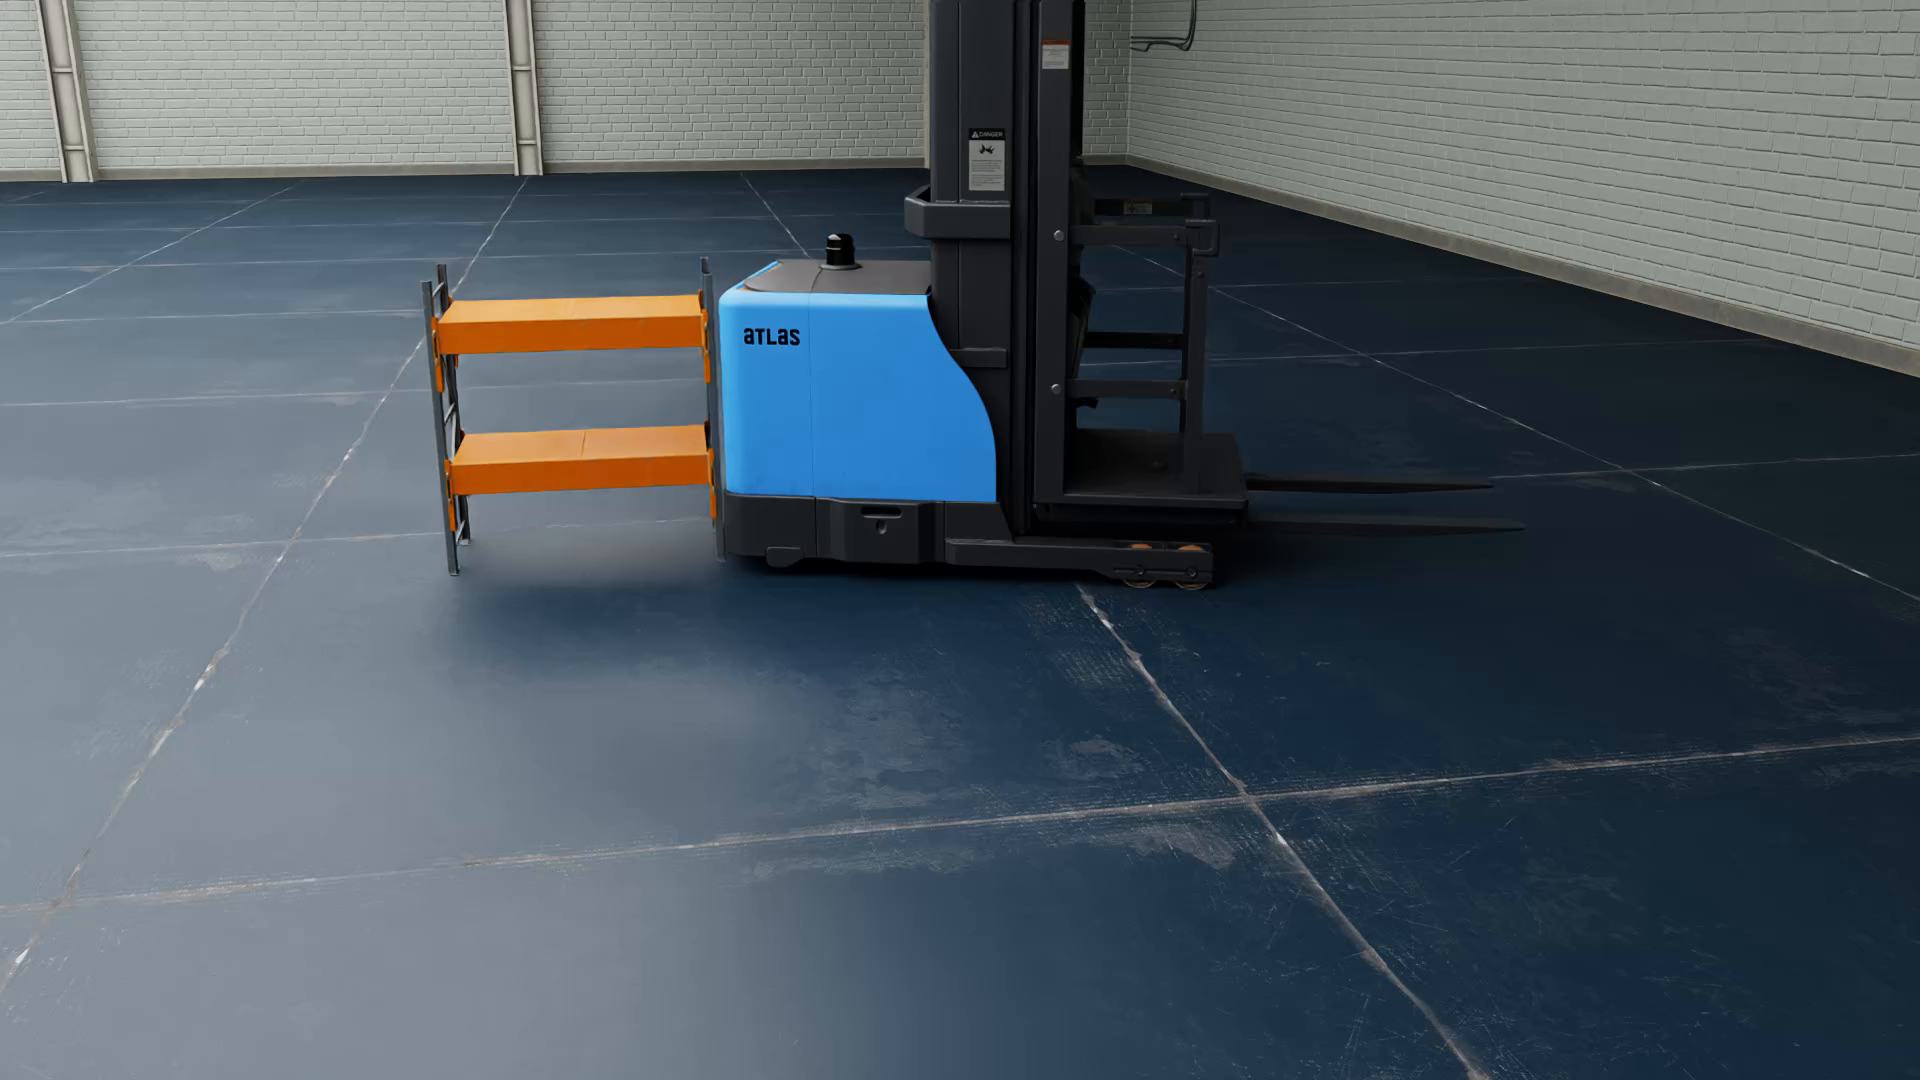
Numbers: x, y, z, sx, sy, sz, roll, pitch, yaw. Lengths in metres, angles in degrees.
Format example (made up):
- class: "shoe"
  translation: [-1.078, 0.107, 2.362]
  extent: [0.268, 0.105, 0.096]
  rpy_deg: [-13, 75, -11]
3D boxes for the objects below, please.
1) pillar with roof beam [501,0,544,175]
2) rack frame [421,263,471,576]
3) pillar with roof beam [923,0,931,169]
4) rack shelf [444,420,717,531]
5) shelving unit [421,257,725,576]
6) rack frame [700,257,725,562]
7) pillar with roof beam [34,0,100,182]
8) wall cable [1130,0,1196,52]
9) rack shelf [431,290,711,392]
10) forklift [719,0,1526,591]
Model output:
- class: "pillar with roof beam"
  translation: [-5.392, -8.337, 18.630]
  extent: [0.400, 9.000, 9.100]
  rpy_deg: [-3, 17, -10]
- class: "rack frame"
  translation: [-1.985, -0.473, 6.435]
  extent: [0.032, 1.125, 0.500]
  rpy_deg: [-3, 17, -10]
- class: "pillar with roof beam"
  translation: [0.499, -8.672, 19.718]
  extent: [0.400, 9.000, 9.100]
  rpy_deg: [-3, 17, -10]
- class: "rack shelf"
  translation: [-1.484, -0.265, 6.592]
  extent: [1.000, 0.278, 0.538]
  rpy_deg: [-3, 17, -10]
- class: "shelving unit"
  translation: [-1.484, -0.499, 6.520]
  extent: [1.048, 1.125, 0.538]
  rpy_deg: [-3, 17, -10]
- class: "rack frame"
  translation: [-0.984, -0.525, 6.605]
  extent: [0.032, 1.125, 0.500]
  rpy_deg: [-3, 17, -10]
- class: "pillar with roof beam"
  translation: [-11.283, -8.003, 17.542]
  extent: [0.400, 9.000, 9.100]
  rpy_deg: [-3, 17, -10]
- class: "wall cable"
  translation: [2.826, -8.211, 23.507]
  extent: [0.112, 2.526, 3.097]
  rpy_deg: [-3, 17, -10]
- class: "rack shelf"
  translation: [-1.484, -0.779, 6.434]
  extent: [1.000, 0.278, 0.538]
  rpy_deg: [-3, 17, -10]
- class: "forklift"
  translation: [0.642, -1.378, 6.306]
  extent: [3.031, 2.935, 1.130]
  rpy_deg: [2, 17, 6]
